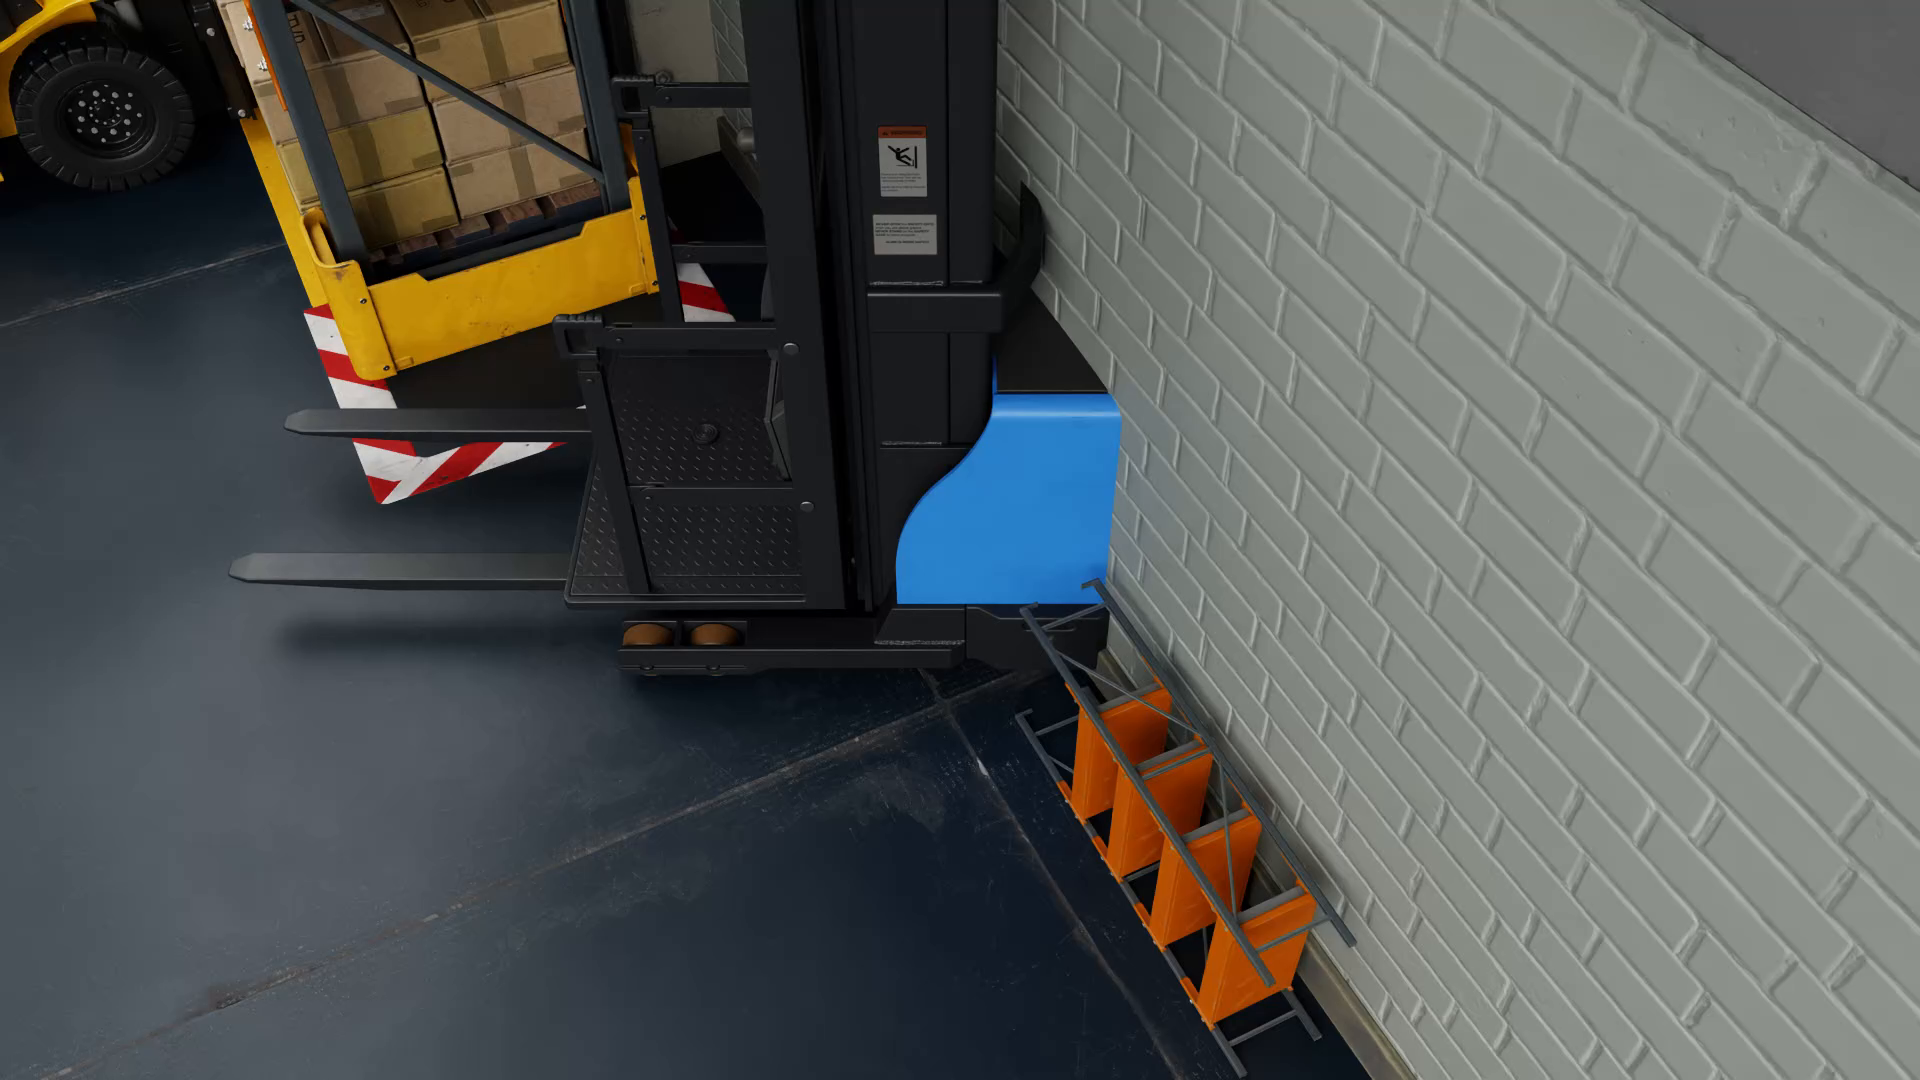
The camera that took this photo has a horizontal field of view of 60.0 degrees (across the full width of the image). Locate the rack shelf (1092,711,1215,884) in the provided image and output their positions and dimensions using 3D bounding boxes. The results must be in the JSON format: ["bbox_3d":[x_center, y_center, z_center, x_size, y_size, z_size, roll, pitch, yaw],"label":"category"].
[{"bbox_3d":[0.501,0.667,4.324,0.258,0.480,0.148,-20,52,-17],"label":"rack shelf"}]

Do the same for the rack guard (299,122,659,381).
[{"bbox_3d":[-1.617,-1.013,5.803,1.175,0.500,0.348,-21,52,-18],"label":"rack guard"}]

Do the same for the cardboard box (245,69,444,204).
[{"bbox_3d":[-2.129,-1.467,5.756,0.500,0.250,0.500,-22,52,-18],"label":"cardboard box"}]

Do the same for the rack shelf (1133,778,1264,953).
[{"bbox_3d":[0.599,0.818,4.192,0.258,0.480,0.148,-20,52,-17],"label":"rack shelf"}]

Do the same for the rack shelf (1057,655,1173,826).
[{"bbox_3d":[0.413,0.533,4.441,0.258,0.480,0.148,-20,52,-17],"label":"rack shelf"}]

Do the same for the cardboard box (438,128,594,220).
[{"bbox_3d":[-1.679,-1.481,6.100,0.500,0.250,0.500,-21,52,-17],"label":"cardboard box"}]

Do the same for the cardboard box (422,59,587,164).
[{"bbox_3d":[-1.658,-1.635,5.903,0.500,0.250,0.500,-20,52,-17],"label":"cardboard box"}]

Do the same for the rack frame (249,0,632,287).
[{"bbox_3d":[-1.628,-1.852,4.877,1.000,3.000,0.127,-21,52,-18],"label":"rack frame"}]

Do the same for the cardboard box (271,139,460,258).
[{"bbox_3d":[-2.124,-1.290,5.933,0.500,0.250,0.500,-21,52,-17],"label":"cardboard box"}]

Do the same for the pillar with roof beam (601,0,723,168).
[{"bbox_3d":[-4.973,-3.120,2.001,9.100,9.000,0.400,-21,52,-18],"label":"pillar with roof beam"}]

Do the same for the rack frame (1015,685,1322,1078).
[{"bbox_3d":[0.530,0.873,4.468,0.240,0.015,1.200,-20,52,-17],"label":"rack frame"}]

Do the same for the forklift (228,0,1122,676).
[{"bbox_3d":[-0.630,-0.965,4.147,3.031,2.935,1.130,0,49,0],"label":"forklift"}]

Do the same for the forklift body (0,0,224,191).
[{"bbox_3d":[-4.118,-2.213,5.757,2.313,2.155,1.214,-21,52,-18],"label":"forklift body"}]

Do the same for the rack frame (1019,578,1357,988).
[{"bbox_3d":[0.530,0.552,4.100,0.240,0.015,1.200,-20,52,-17],"label":"rack frame"}]

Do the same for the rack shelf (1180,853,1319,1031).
[{"bbox_3d":[0.704,0.978,4.052,0.258,0.480,0.148,-20,52,-17],"label":"rack shelf"}]

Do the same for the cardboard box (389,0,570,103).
[{"bbox_3d":[-1.680,-1.801,5.716,0.500,0.250,0.500,-22,52,-18],"label":"cardboard box"}]

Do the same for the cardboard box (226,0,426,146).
[{"bbox_3d":[-2.116,-1.614,5.553,0.500,0.250,0.500,-20,52,-16],"label":"cardboard box"}]

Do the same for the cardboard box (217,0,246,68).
[{"bbox_3d":[-2.355,-1.954,5.850,0.500,0.250,0.500,-20,52,-17],"label":"cardboard box"}]

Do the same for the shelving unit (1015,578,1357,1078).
[{"bbox_3d":[0.530,0.712,4.284,0.258,0.503,1.200,-20,52,-17],"label":"shelving unit"}]

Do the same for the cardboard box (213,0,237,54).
[{"bbox_3d":[-2.604,-2.145,6.349,0.500,0.250,0.500,-22,52,-18],"label":"cardboard box"}]

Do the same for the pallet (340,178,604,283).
[{"bbox_3d":[-2.015,-1.431,6.361,1.003,0.211,1.213,-21,52,-18],"label":"pallet"}]

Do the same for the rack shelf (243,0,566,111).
[{"bbox_3d":[-2.543,-2.953,6.318,1.077,0.370,4.000,-21,52,-18],"label":"rack shelf"}]
